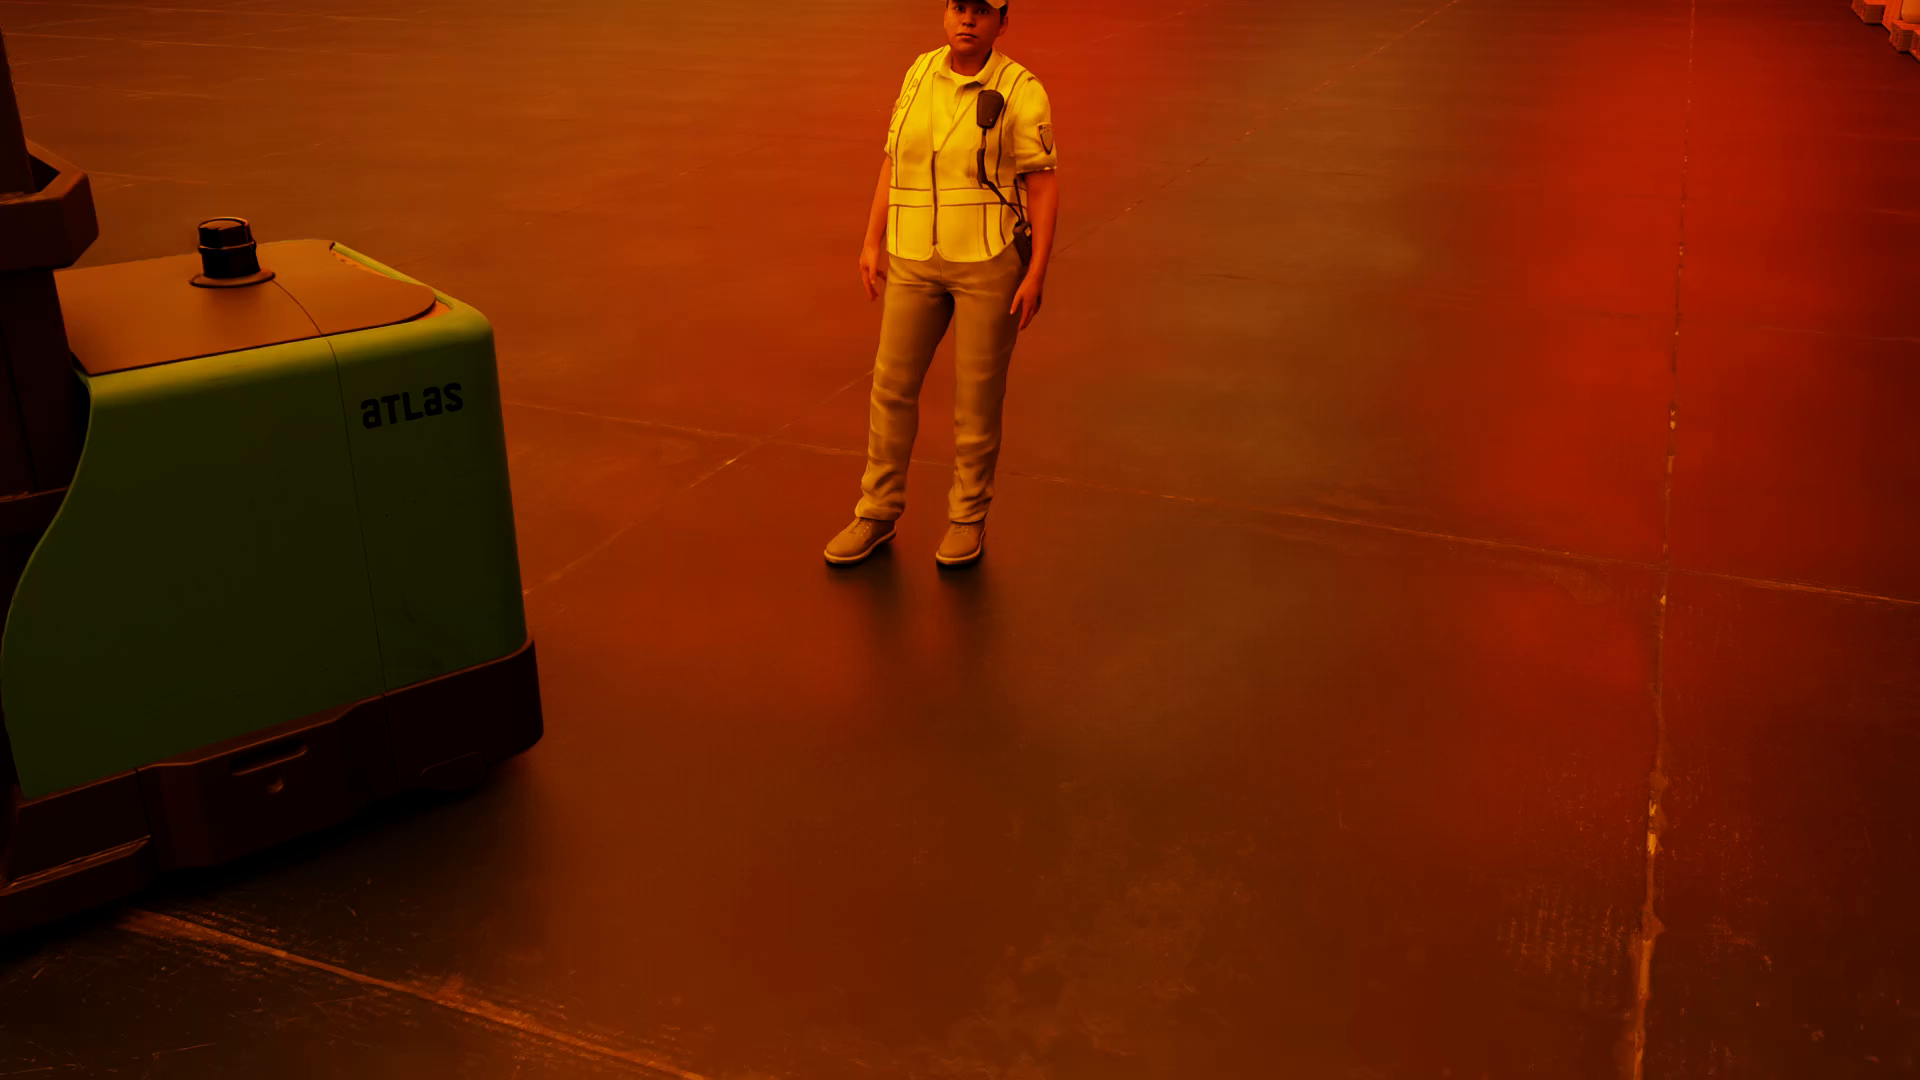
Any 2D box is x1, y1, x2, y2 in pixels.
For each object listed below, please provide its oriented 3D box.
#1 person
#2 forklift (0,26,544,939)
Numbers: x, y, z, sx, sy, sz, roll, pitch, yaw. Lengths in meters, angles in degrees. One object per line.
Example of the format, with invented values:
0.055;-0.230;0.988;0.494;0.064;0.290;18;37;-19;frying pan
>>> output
-0.050;-0.751;4.712;0.598;1.670;0.529;9;24;21;person
-2.426;-0.620;2.775;3.031;2.935;1.130;-17;28;-35;forklift
